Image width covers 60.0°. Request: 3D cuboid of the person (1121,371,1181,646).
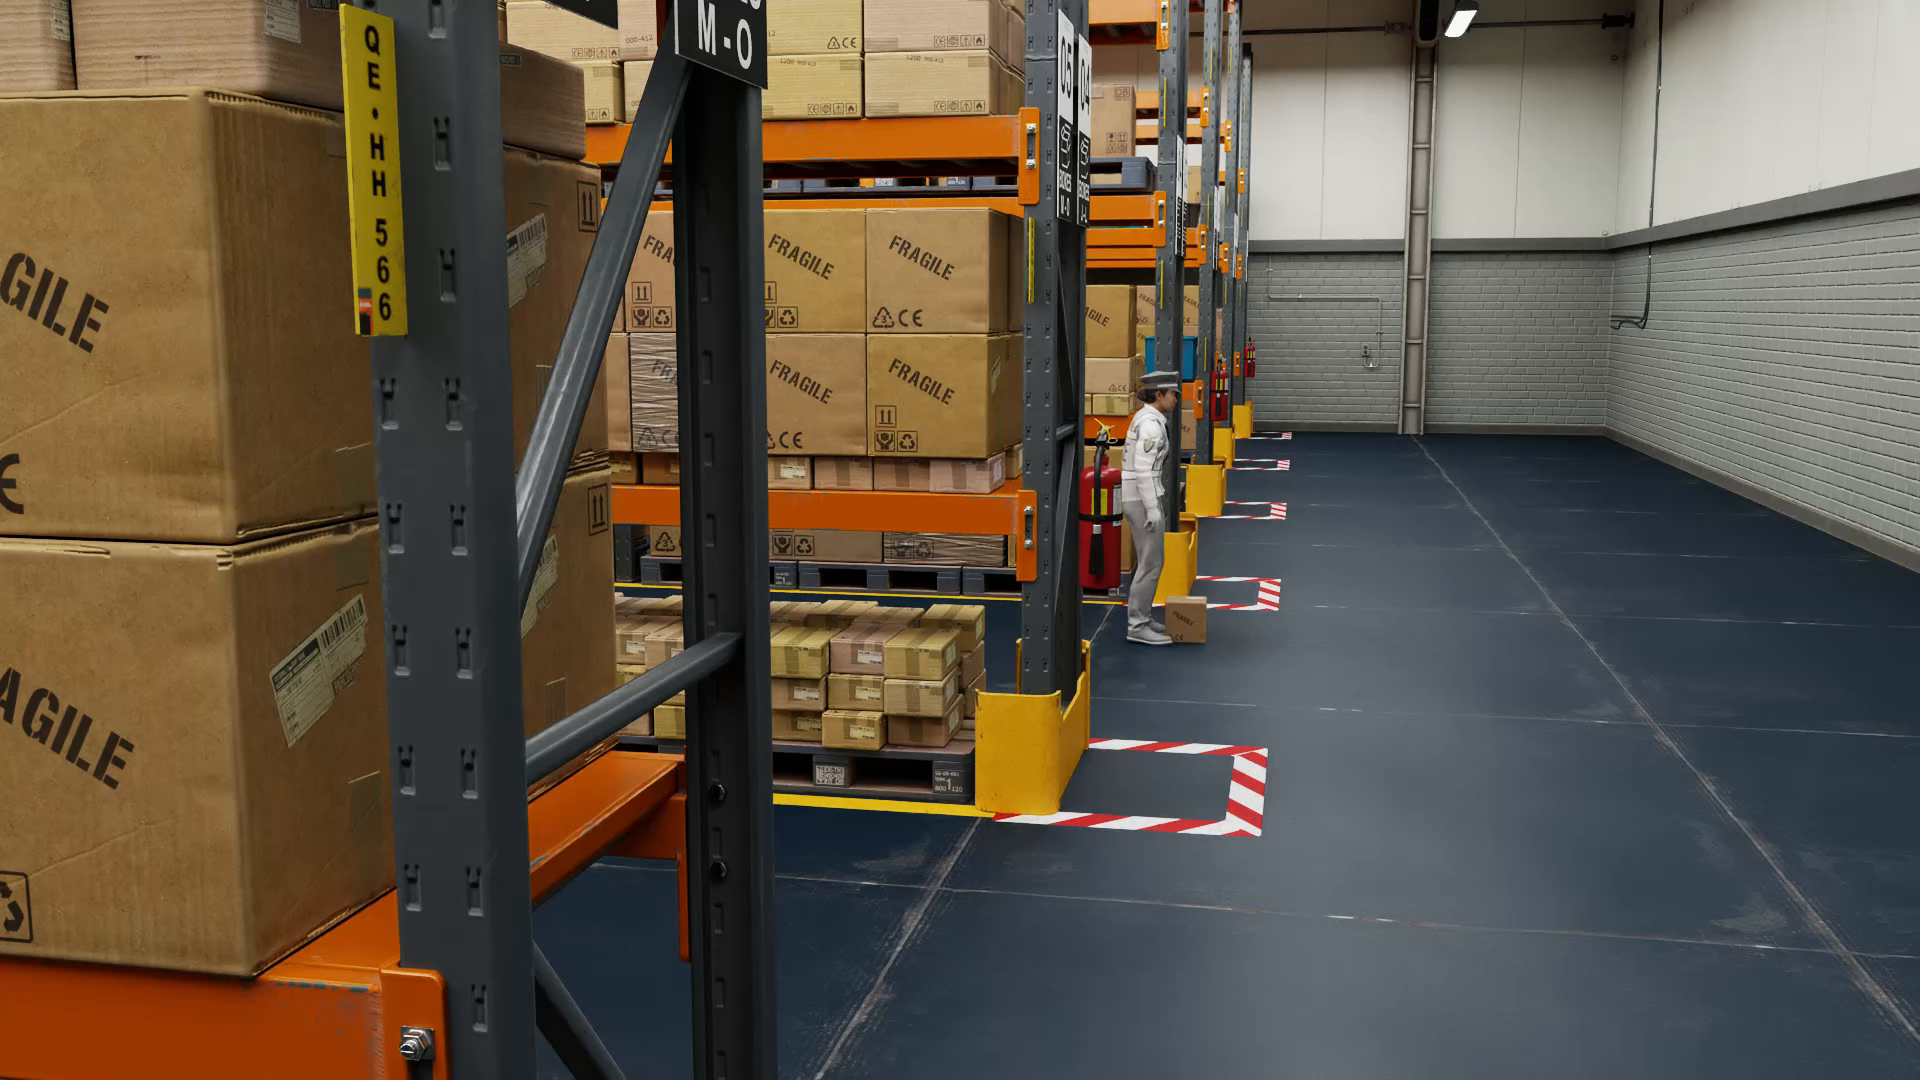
[{"bbox_3d":[1.169,-0.212,10.303,0.376,1.662,0.543,1,8,8],"label":"person"}]
